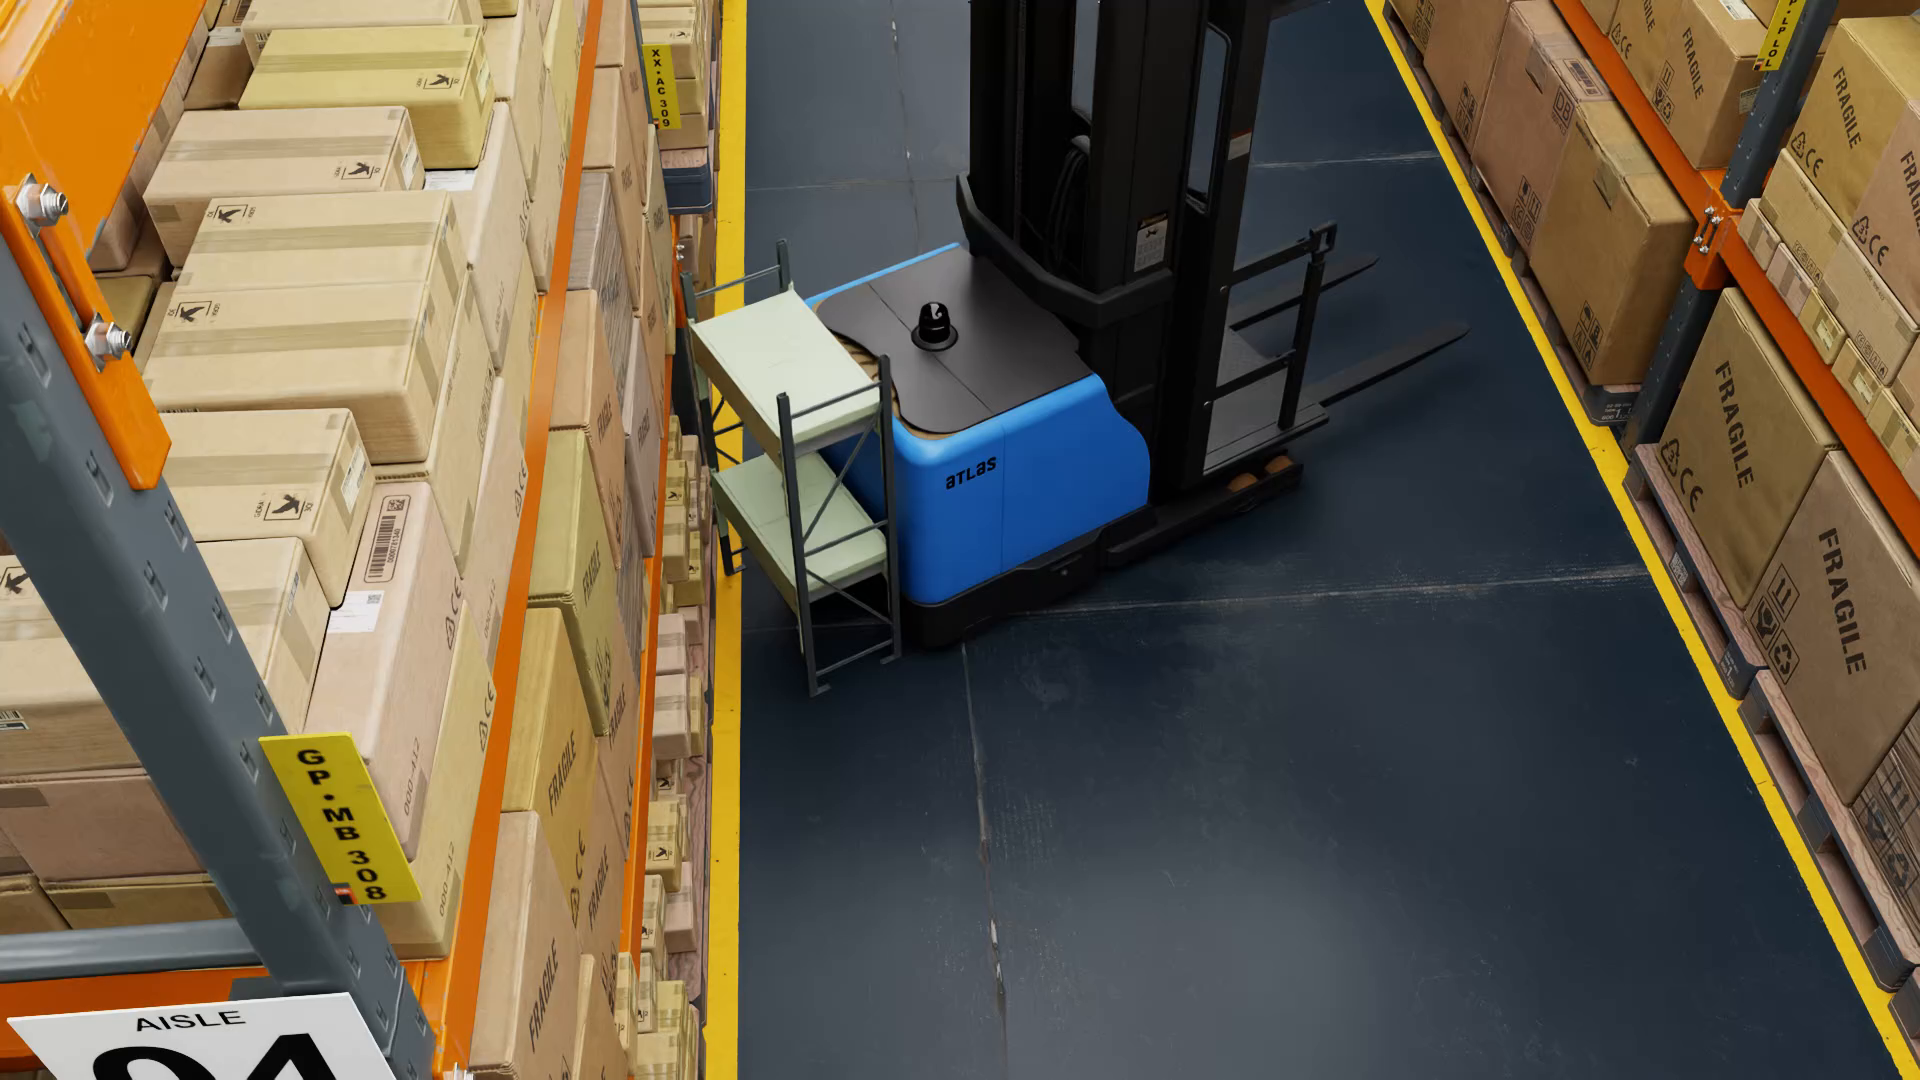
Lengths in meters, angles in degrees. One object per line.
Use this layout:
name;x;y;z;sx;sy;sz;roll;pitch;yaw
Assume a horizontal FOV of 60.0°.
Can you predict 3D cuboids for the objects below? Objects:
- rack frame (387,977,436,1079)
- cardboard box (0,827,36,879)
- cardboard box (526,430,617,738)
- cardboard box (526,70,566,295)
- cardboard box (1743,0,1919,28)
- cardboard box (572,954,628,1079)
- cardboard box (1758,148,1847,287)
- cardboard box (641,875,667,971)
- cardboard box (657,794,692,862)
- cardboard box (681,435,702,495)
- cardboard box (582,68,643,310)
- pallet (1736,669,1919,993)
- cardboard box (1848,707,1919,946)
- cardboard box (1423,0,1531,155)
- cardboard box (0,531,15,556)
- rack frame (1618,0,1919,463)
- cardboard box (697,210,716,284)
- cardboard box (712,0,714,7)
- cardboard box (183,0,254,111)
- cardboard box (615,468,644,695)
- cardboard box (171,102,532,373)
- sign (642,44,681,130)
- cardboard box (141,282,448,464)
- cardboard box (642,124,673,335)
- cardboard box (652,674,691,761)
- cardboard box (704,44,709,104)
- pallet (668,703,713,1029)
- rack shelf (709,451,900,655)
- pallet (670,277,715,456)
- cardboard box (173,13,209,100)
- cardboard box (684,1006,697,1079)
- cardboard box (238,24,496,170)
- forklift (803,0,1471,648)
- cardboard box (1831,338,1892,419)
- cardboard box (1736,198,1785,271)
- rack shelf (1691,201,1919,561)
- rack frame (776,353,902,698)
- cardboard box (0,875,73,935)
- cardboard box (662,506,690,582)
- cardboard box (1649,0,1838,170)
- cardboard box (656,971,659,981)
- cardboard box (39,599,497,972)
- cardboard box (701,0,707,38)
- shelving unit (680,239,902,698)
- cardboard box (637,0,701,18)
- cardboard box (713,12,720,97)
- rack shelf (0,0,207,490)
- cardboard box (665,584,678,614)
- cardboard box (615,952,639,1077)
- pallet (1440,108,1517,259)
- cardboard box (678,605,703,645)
rack frame;-1.228;1.682;3.228;1.000;3.000;0.127;-3;47;-3
cardboard box;-1.520;0.212;2.313;0.500;0.250;0.500;-5;47;-5
cardboard box;-1.071;0.118;3.747;0.500;0.500;0.500;-4;47;-4
cardboard box;-1.139;-0.766;3.583;0.500;0.250;0.500;-4;47;-3
cardboard box;3.326;-2.282;6.222;0.797;0.503;0.637;-5;47;-4
cardboard box;-0.991;1.203;3.407;0.500;0.500;0.500;-1;47;-1
cardboard box;3.166;-1.136;5.794;0.500;0.250;0.500;-4;47;-4
cardboard box;-1.087;1.155;4.991;0.380;0.149;0.250;-2;47;-2
cardboard box;-1.096;1.001;5.547;0.380;0.149;0.250;-3;47;-3
cardboard box;-1.220;-0.270;6.546;0.380;0.149;0.250;-3;47;-2
cardboard box;-1.206;-0.995;4.801;0.500;0.500;0.500;-5;47;-5
pallet;3.479;0.958;5.834;1.003;0.211;1.213;-3;47;-3
cardboard box;3.513;0.923;5.121;0.875;0.875;0.875;-3;47;-3
cardboard box;3.157;-2.603;8.460;1.225;0.875;0.875;-3;47;-3
cardboard box;-1.493;-0.013;2.251;0.380;0.149;0.250;-3;47;-3
rack frame;3.388;-1.441;6.185;1.000;3.000;0.127;-3;47;-3
cardboard box;-1.407;-1.431;7.608;0.500;0.500;0.500;-2;47;-1
cardboard box;-1.226;-2.330;6.911;0.380;0.149;0.250;-5;47;-5
cardboard box;-1.635;-0.894;3.361;0.500;0.250;0.500;-5;47;-5
cardboard box;-1.138;0.094;4.458;0.500;0.500;0.500;-5;47;-4
cardboard box;-1.081;-0.547;3.032;0.500;0.250;0.500;-3;47;-3
sign;-1.023;-1.549;5.691;0.100;0.325;0.005;-3;47;-3
cardboard box;-0.982;-0.242;2.468;0.380;0.149;0.250;-4;47;-3
cardboard box;-1.241;-1.016;5.509;0.500;0.500;0.500;-3;47;-3
cardboard box;-1.092;0.600;5.517;0.380;0.149;0.250;-5;47;-5
cardboard box;-1.167;-1.784;6.393;0.380;0.149;0.250;-3;47;-3
pallet;-1.366;1.115;5.685;1.003;0.211;1.213;-3;47;-3
rack shelf;-0.591;-0.001;6.297;0.431;0.370;0.720;-23;50;-21
pallet;-1.630;-0.817;7.515;1.003;0.211;1.213;-3;47;-3
cardboard box;-1.656;-0.944;3.133;0.380;0.149;0.250;-5;47;-4
cardboard box;-0.996;1.564;5.014;0.380;0.149;0.250;-3;47;-3
cardboard box;-1.056;-0.794;2.991;0.380;0.149;0.250;-2;47;-2
forklift;0.849;-1.426;6.218;3.031;2.935;1.130;-25;51;-22
cardboard box;3.150;-0.549;5.514;0.380;0.149;0.250;-5;47;-4
cardboard box;3.081;-1.120;6.054;0.380;0.149;0.250;-3;47;-3
rack shelf;3.555;0.254;5.076;1.077;0.370;4.000;-3;47;-3
rack frame;-0.402;-0.003;5.845;0.400;1.500;0.023;-23;50;-21
cardboard box;-1.530;0.389;2.490;0.500;0.250;0.500;-4;47;-4
cardboard box;-1.185;0.023;6.064;0.380;0.149;0.250;-4;47;-4
cardboard box;3.077;-1.797;6.453;0.500;0.500;0.500;-3;47;-3
cardboard box;-1.122;1.269;5.088;0.380;0.149;0.250;-6;47;-5
cardboard box;-1.011;0.362;2.516;0.500;0.250;0.500;-2;47;-2
cardboard box;-1.184;-2.060;6.450;0.380;0.149;0.250;-2;47;-2
shelving unit;-0.591;-0.228;6.063;0.431;1.500;0.755;-23;50;-21
cardboard box;-1.167;-1.989;6.179;0.380;0.149;0.250;-2;47;-2
cardboard box;-1.543;-2.555;8.673;0.500;0.500;0.500;-2;47;-2
rack shelf;-1.396;-1.580;2.682;1.077;0.370;4.000;-3;47;-3
cardboard box;-1.222;0.305;6.001;0.380;0.149;0.250;-3;47;-3
cardboard box;-0.961;1.134;3.919;0.380;0.149;0.250;-5;47;-4
pallet;3.143;-1.920;8.560;1.003;0.211;1.213;-3;47;-3
cardboard box;-1.166;0.267;6.242;0.380;0.149;0.250;-5;47;-5
